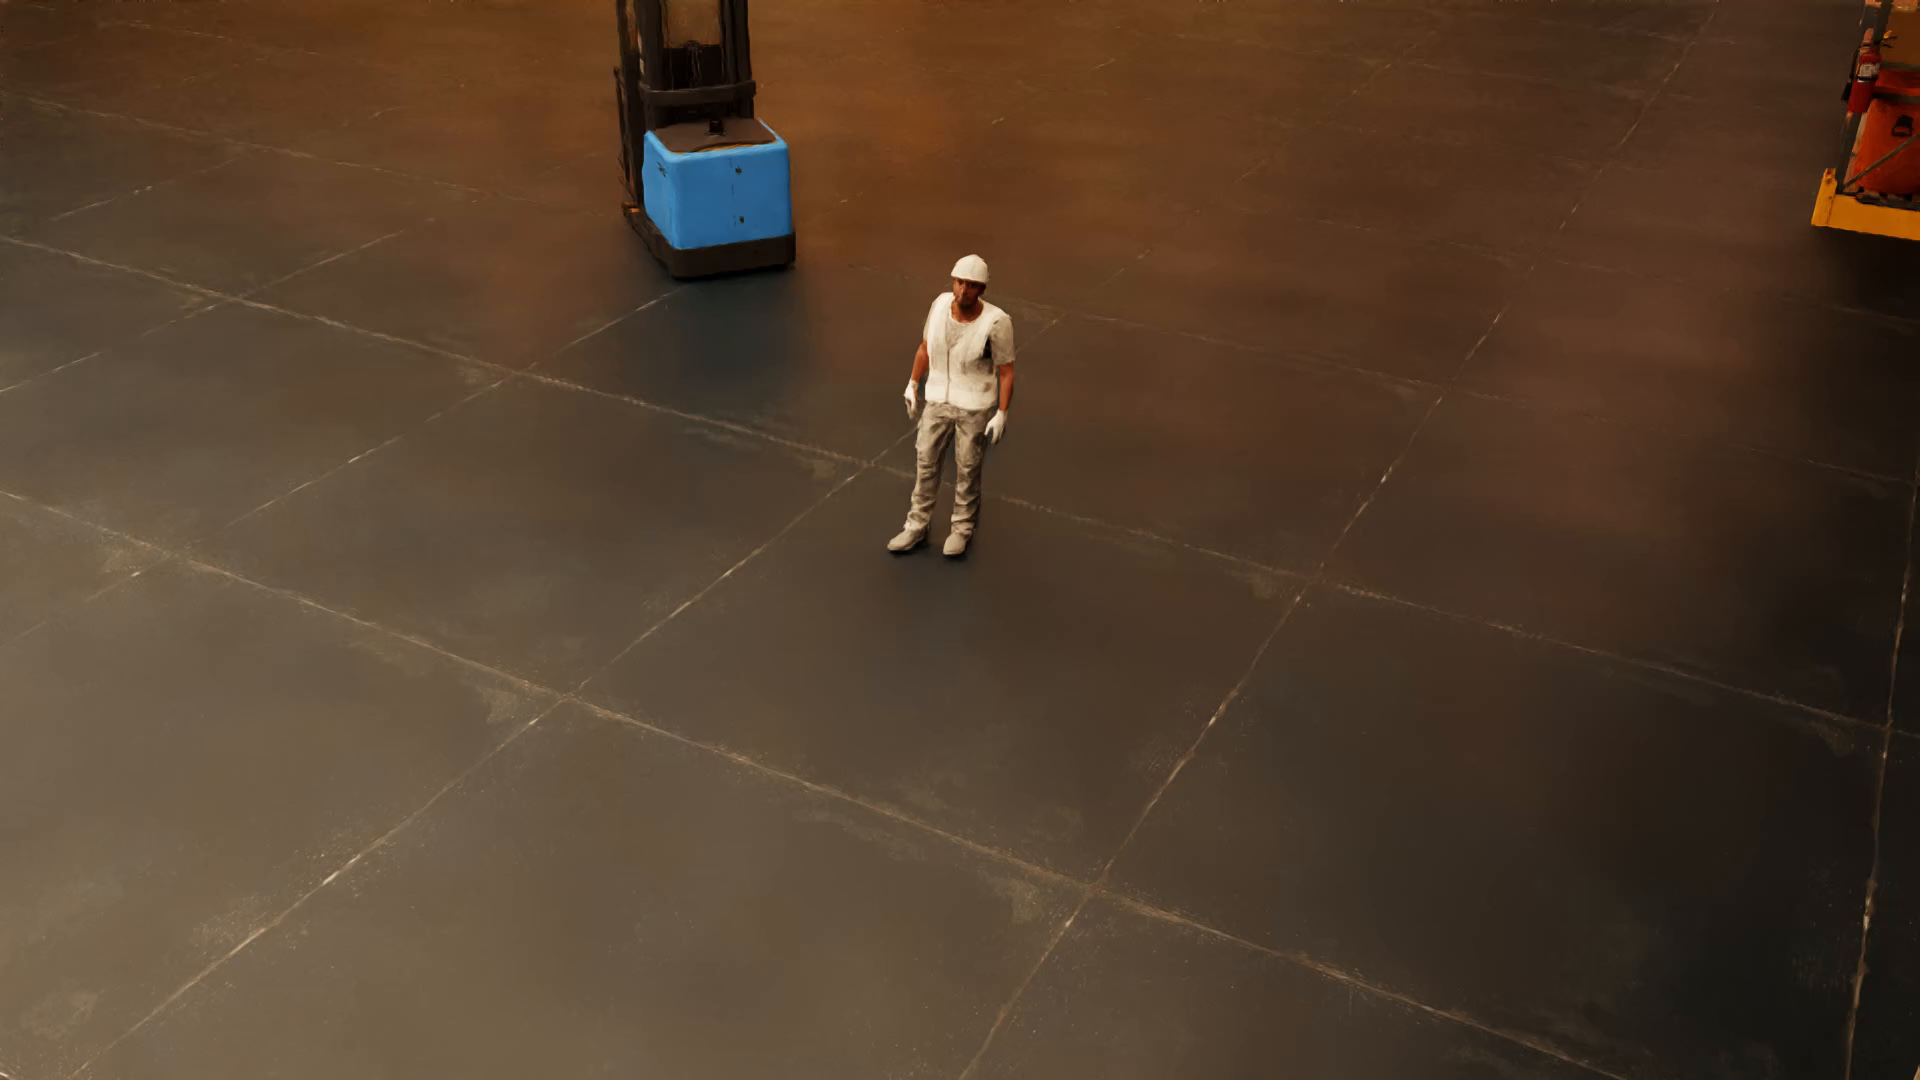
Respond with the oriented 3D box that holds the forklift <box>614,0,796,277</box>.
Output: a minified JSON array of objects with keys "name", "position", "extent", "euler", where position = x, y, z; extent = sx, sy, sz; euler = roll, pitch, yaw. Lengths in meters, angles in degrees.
[{"name":"forklift","position":[-2.403,-4.135,14.235],"extent":[1.130,2.935,3.031],"euler":[-12,32,-19]}]

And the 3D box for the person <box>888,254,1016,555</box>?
[{"name":"person","position":[-0.042,-0.749,9.502],"extent":[0.655,1.782,0.576],"euler":[15,33,25]}]
